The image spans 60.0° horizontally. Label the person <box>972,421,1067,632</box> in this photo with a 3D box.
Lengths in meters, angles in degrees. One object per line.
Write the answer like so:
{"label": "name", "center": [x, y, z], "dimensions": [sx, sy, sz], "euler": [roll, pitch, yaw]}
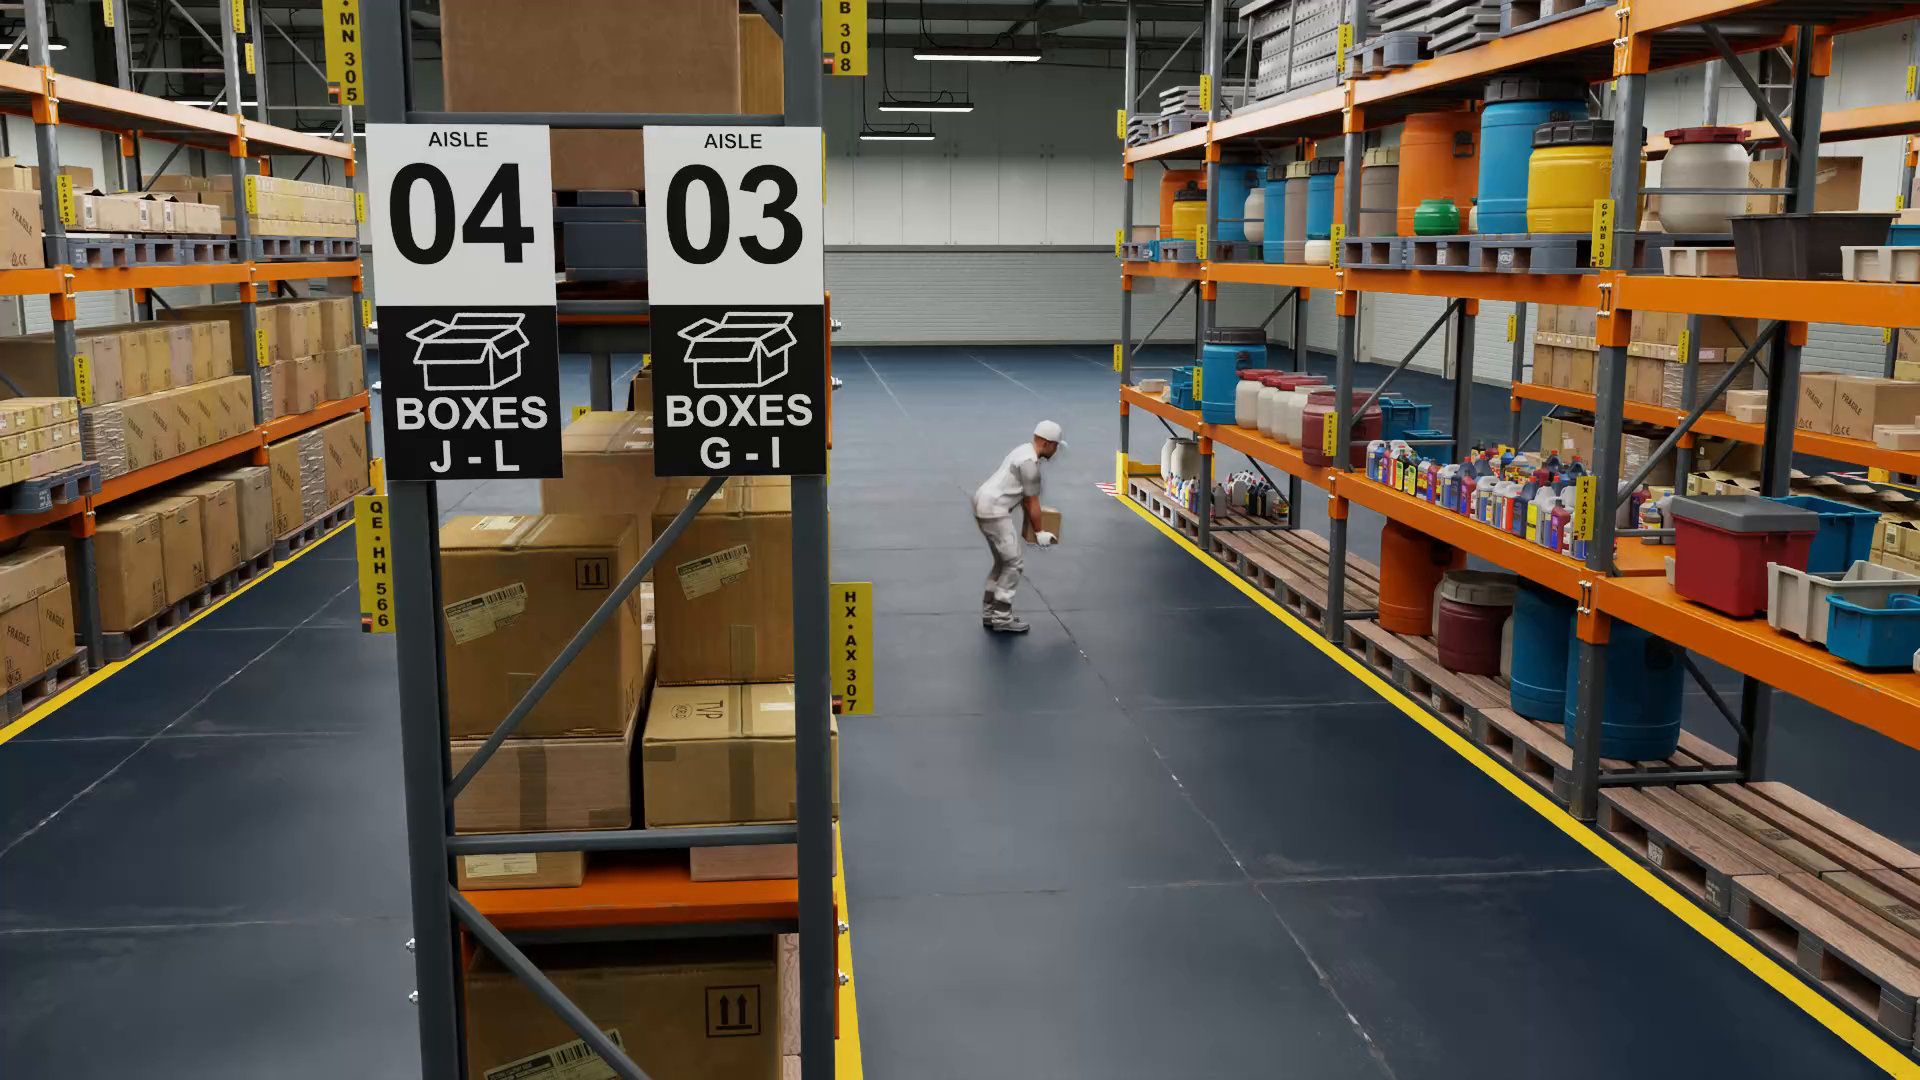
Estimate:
{"label": "person", "center": [0.466, -0.114, 12.947], "dimensions": [0.739, 1.628, 0.484], "euler": [-1, 10, -7]}
